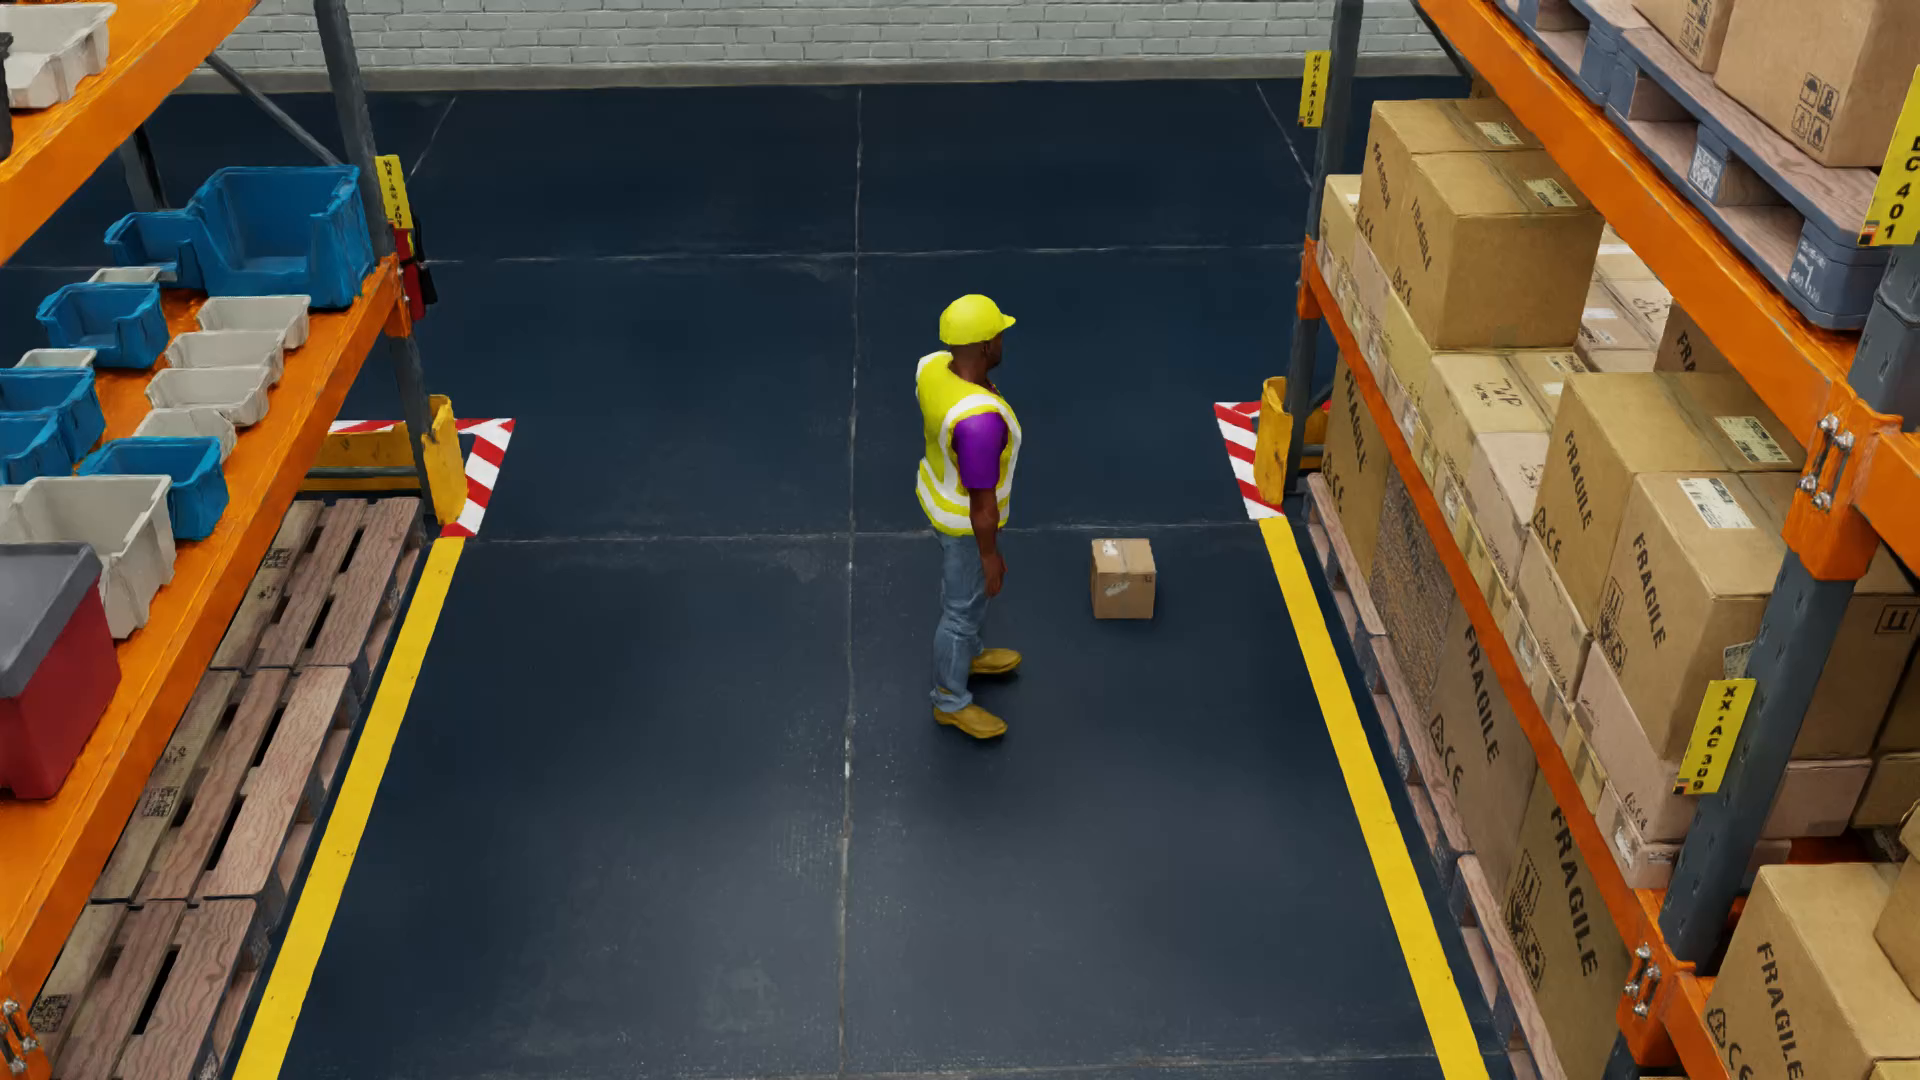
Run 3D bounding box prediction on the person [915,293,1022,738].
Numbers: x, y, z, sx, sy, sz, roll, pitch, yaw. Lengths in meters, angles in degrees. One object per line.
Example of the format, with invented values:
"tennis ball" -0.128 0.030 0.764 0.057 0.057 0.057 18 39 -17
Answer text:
"person" 0.063 -0.130 6.266 0.445 1.770 0.690 -10 36 -14
